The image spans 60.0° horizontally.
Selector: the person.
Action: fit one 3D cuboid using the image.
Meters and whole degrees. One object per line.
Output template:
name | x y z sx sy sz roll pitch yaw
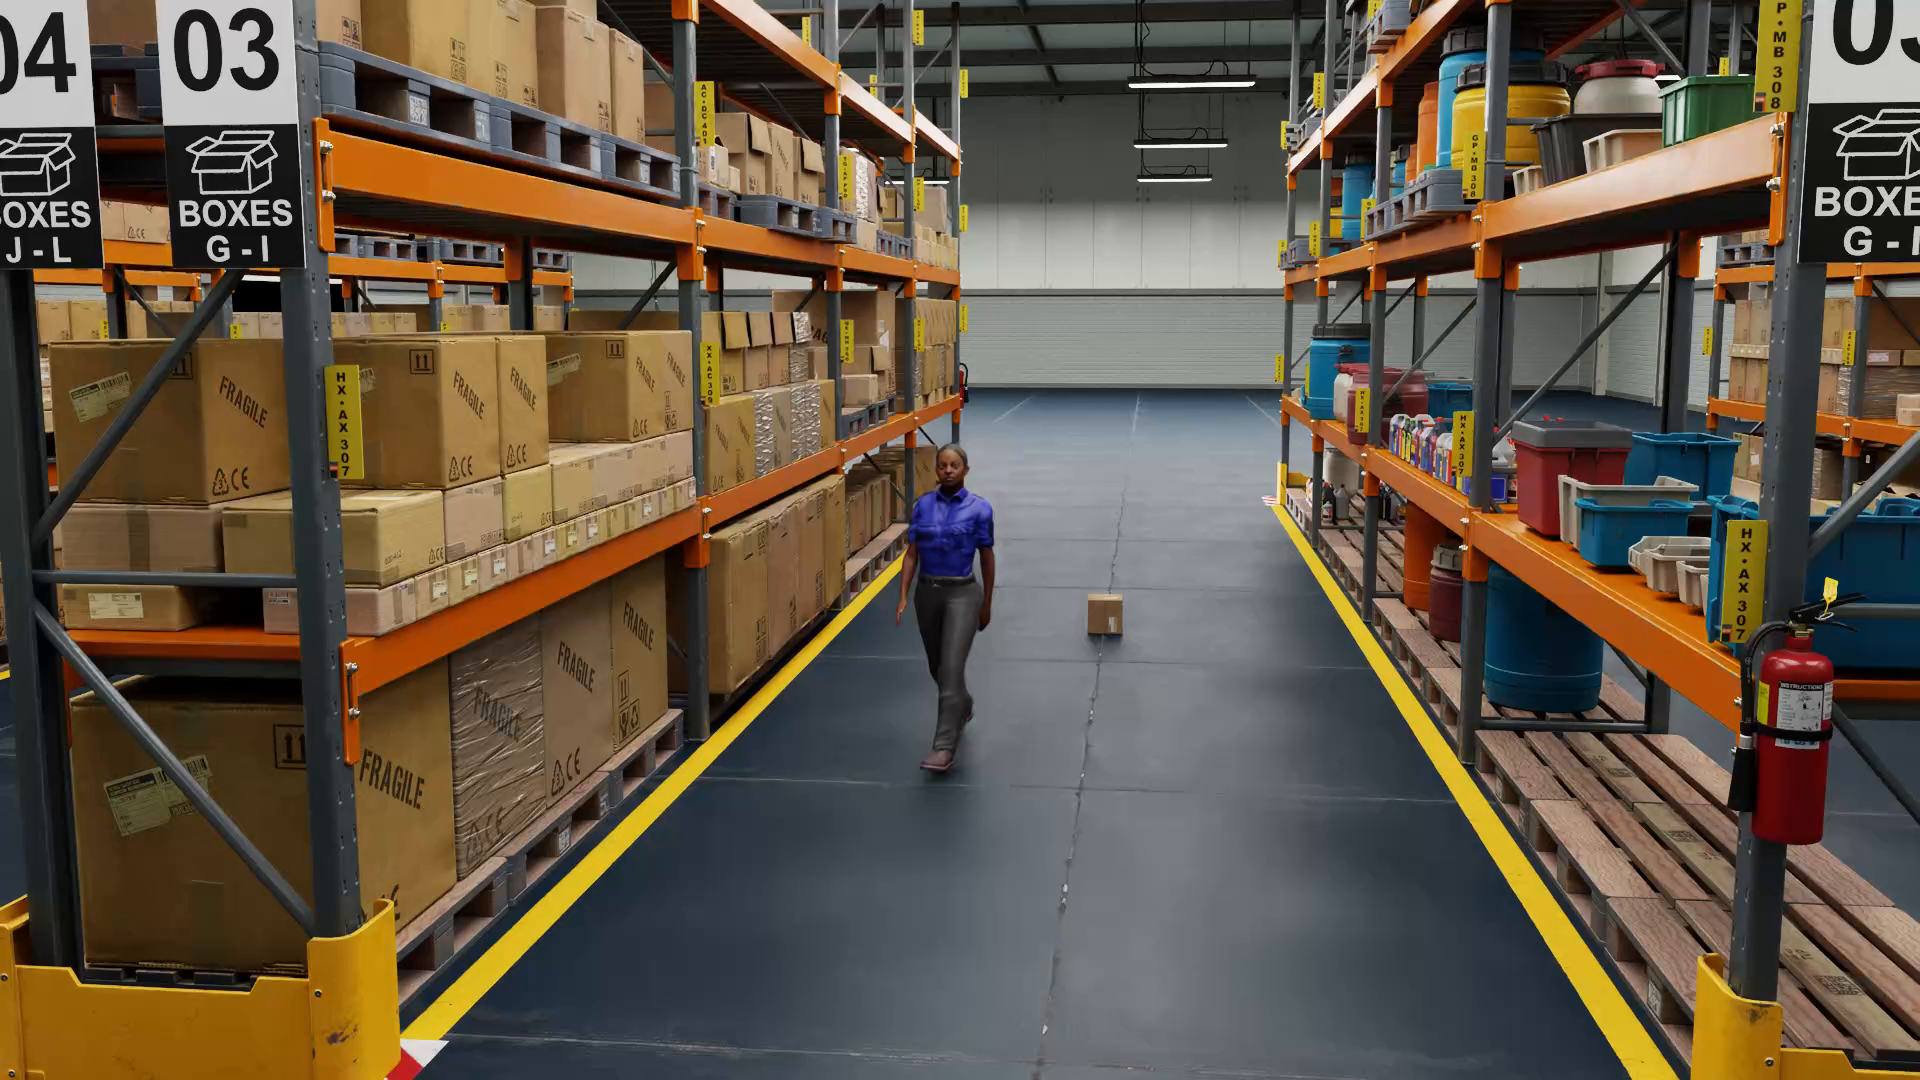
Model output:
person | -0.076 0.308 8.535 0.446 1.600 0.988 3 8 21
